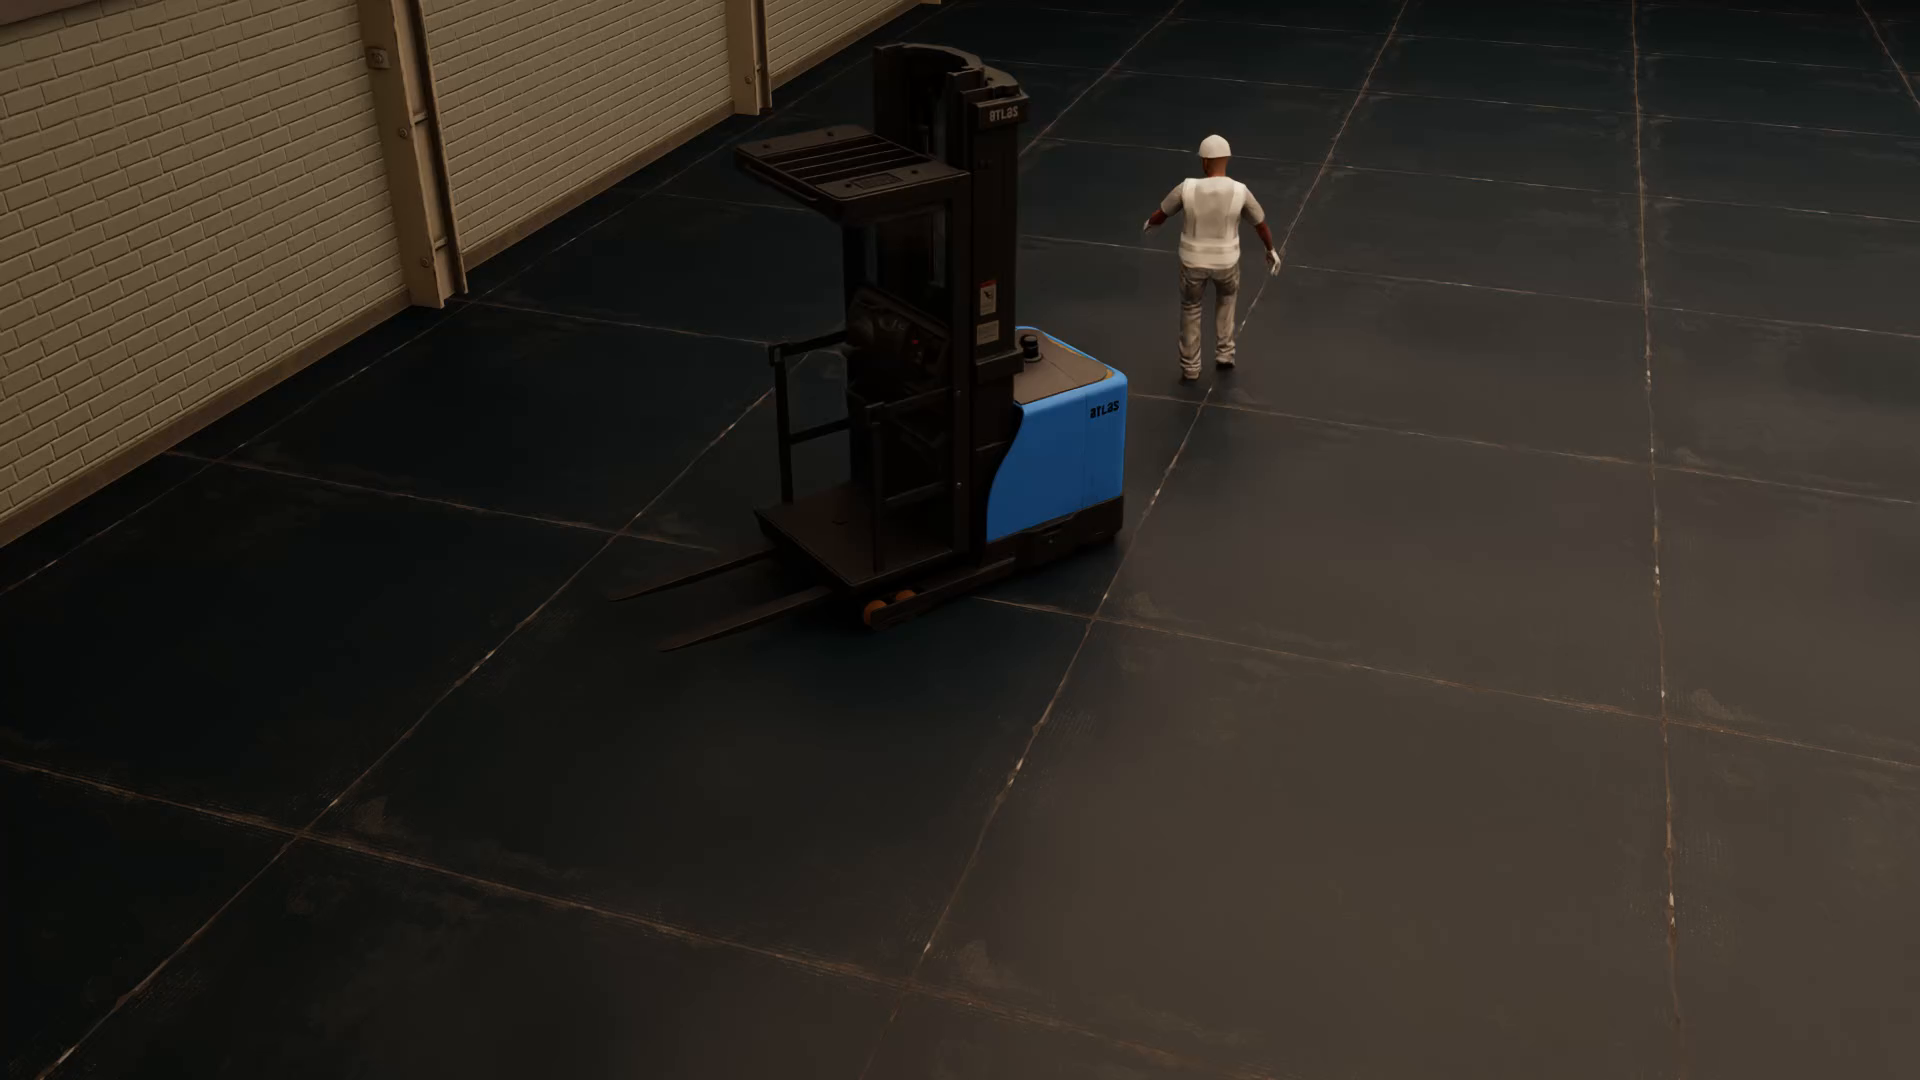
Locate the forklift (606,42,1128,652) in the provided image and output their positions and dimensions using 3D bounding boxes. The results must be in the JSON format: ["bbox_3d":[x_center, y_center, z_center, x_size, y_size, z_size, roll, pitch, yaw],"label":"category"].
[{"bbox_3d":[-0.512,-1.067,9.009,3.031,2.935,1.130,-19,35,-30],"label":"forklift"}]

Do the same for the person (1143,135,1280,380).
[{"bbox_3d":[1.790,-2.016,11.906,0.998,1.806,0.532,6,30,10],"label":"person"}]
